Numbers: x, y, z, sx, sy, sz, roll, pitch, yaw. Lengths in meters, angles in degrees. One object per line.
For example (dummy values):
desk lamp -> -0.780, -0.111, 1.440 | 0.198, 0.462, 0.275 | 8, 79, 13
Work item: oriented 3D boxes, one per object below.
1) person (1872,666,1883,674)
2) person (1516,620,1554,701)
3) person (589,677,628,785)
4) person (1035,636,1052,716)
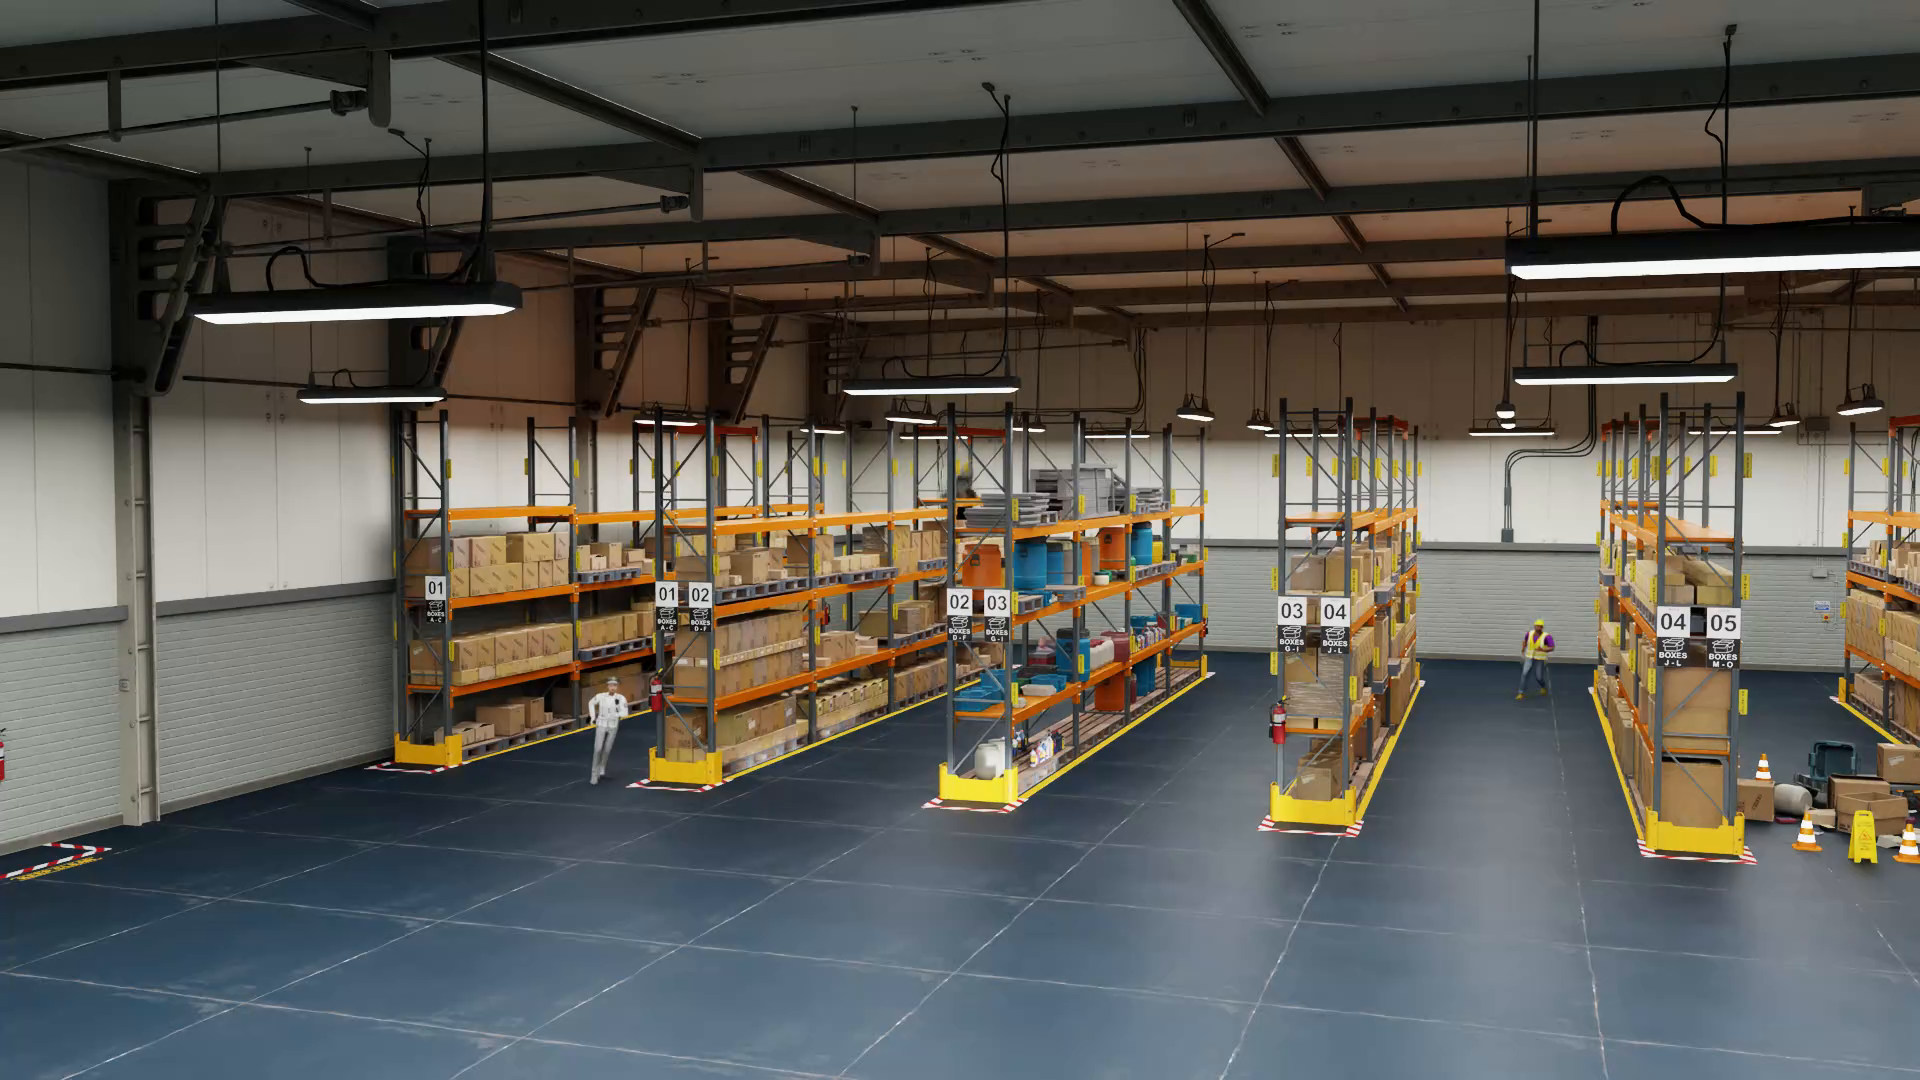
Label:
person -> 20.261, 2.653, 36.541 | 0.612, 1.561, 0.498 | -2, 3, -37
person -> 12.538, 2.595, 36.142 | 0.723, 1.745, 0.944 | 2, 3, 35
person -> -5.639, 3.043, 26.684 | 0.615, 1.733, 0.725 | -1, 3, -15
person -> 1.698, 2.775, 33.774 | 0.506, 1.630, 0.697 | 1, 3, 17
